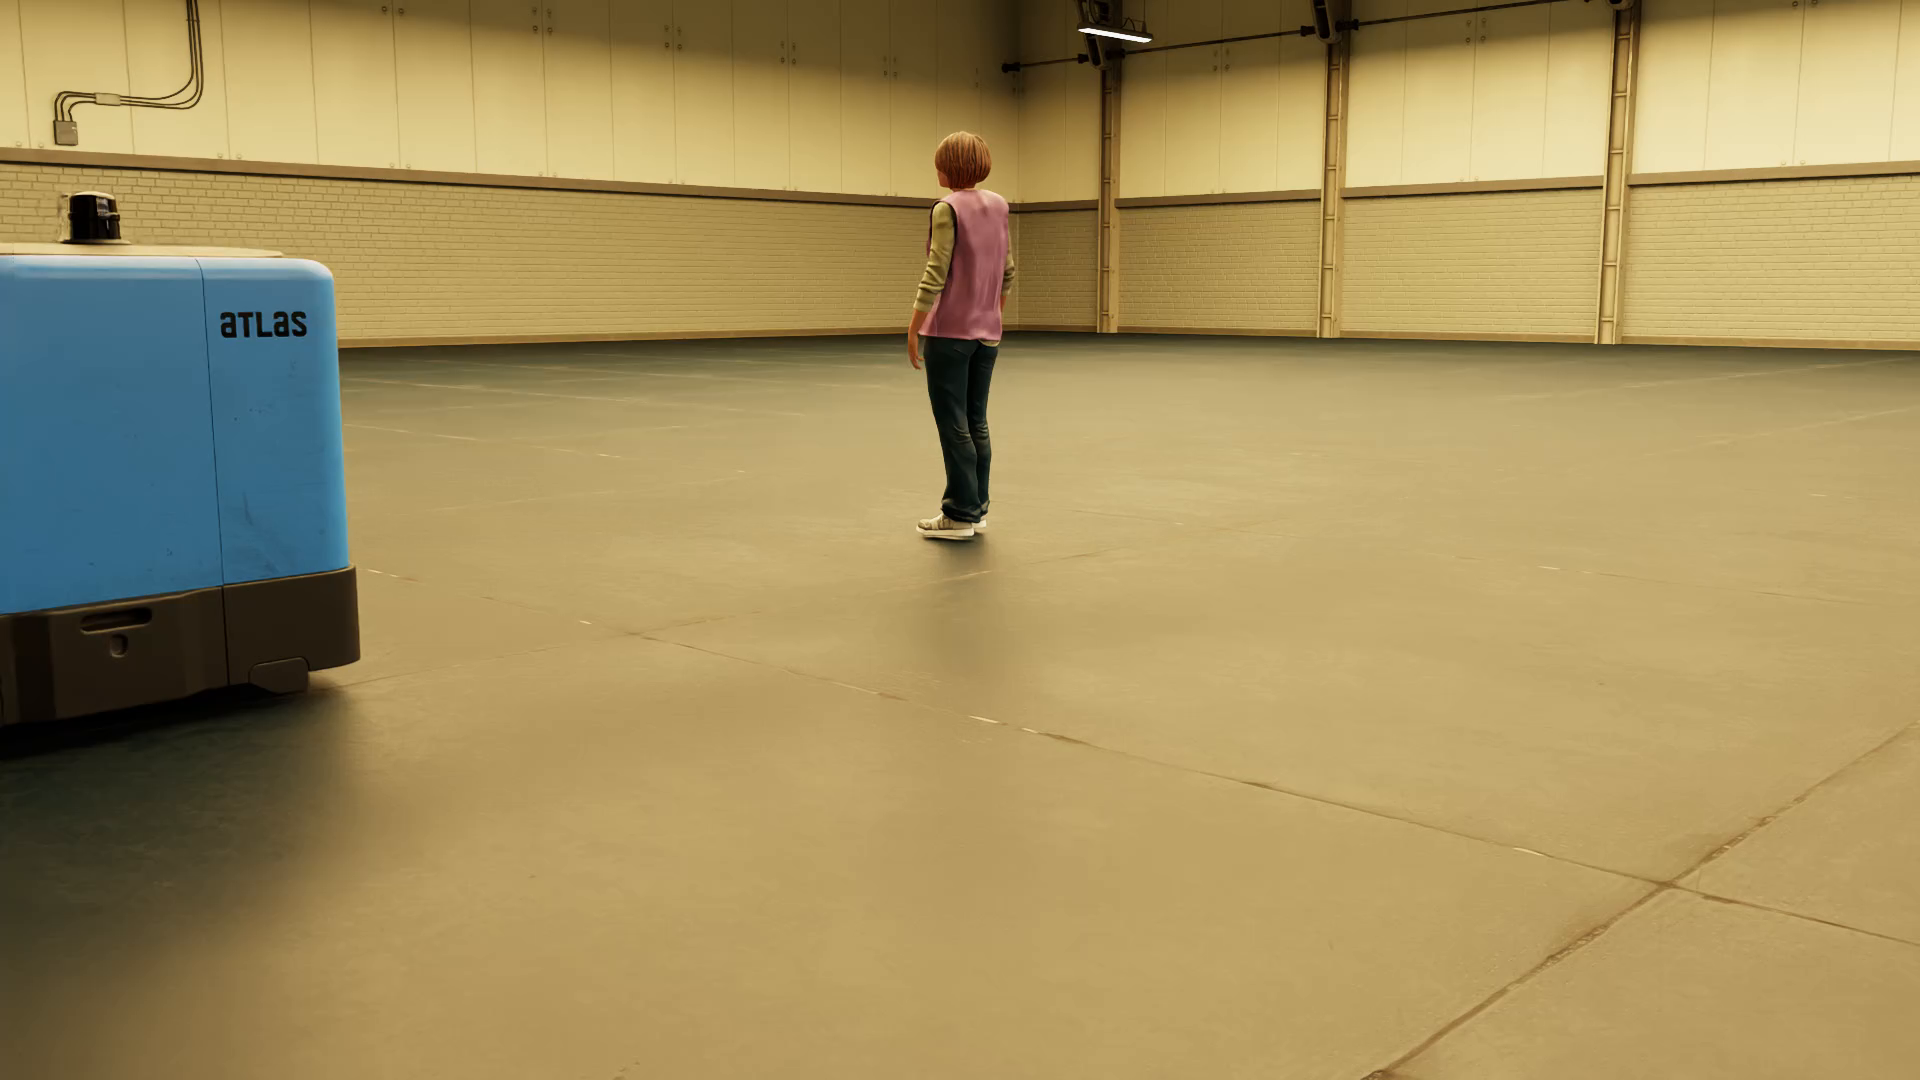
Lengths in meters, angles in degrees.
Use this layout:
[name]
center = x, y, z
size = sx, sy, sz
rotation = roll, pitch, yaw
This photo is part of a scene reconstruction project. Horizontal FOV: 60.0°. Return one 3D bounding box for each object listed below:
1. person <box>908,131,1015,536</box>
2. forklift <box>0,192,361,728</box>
[person]
center = -0.044, -0.806, 6.659
size = 0.473, 1.599, 0.520
rotation = 8, 12, 43
[forklift]
center = -2.876, -0.957, 3.230
size = 1.130, 2.935, 3.031
rotation = 8, 11, 41
